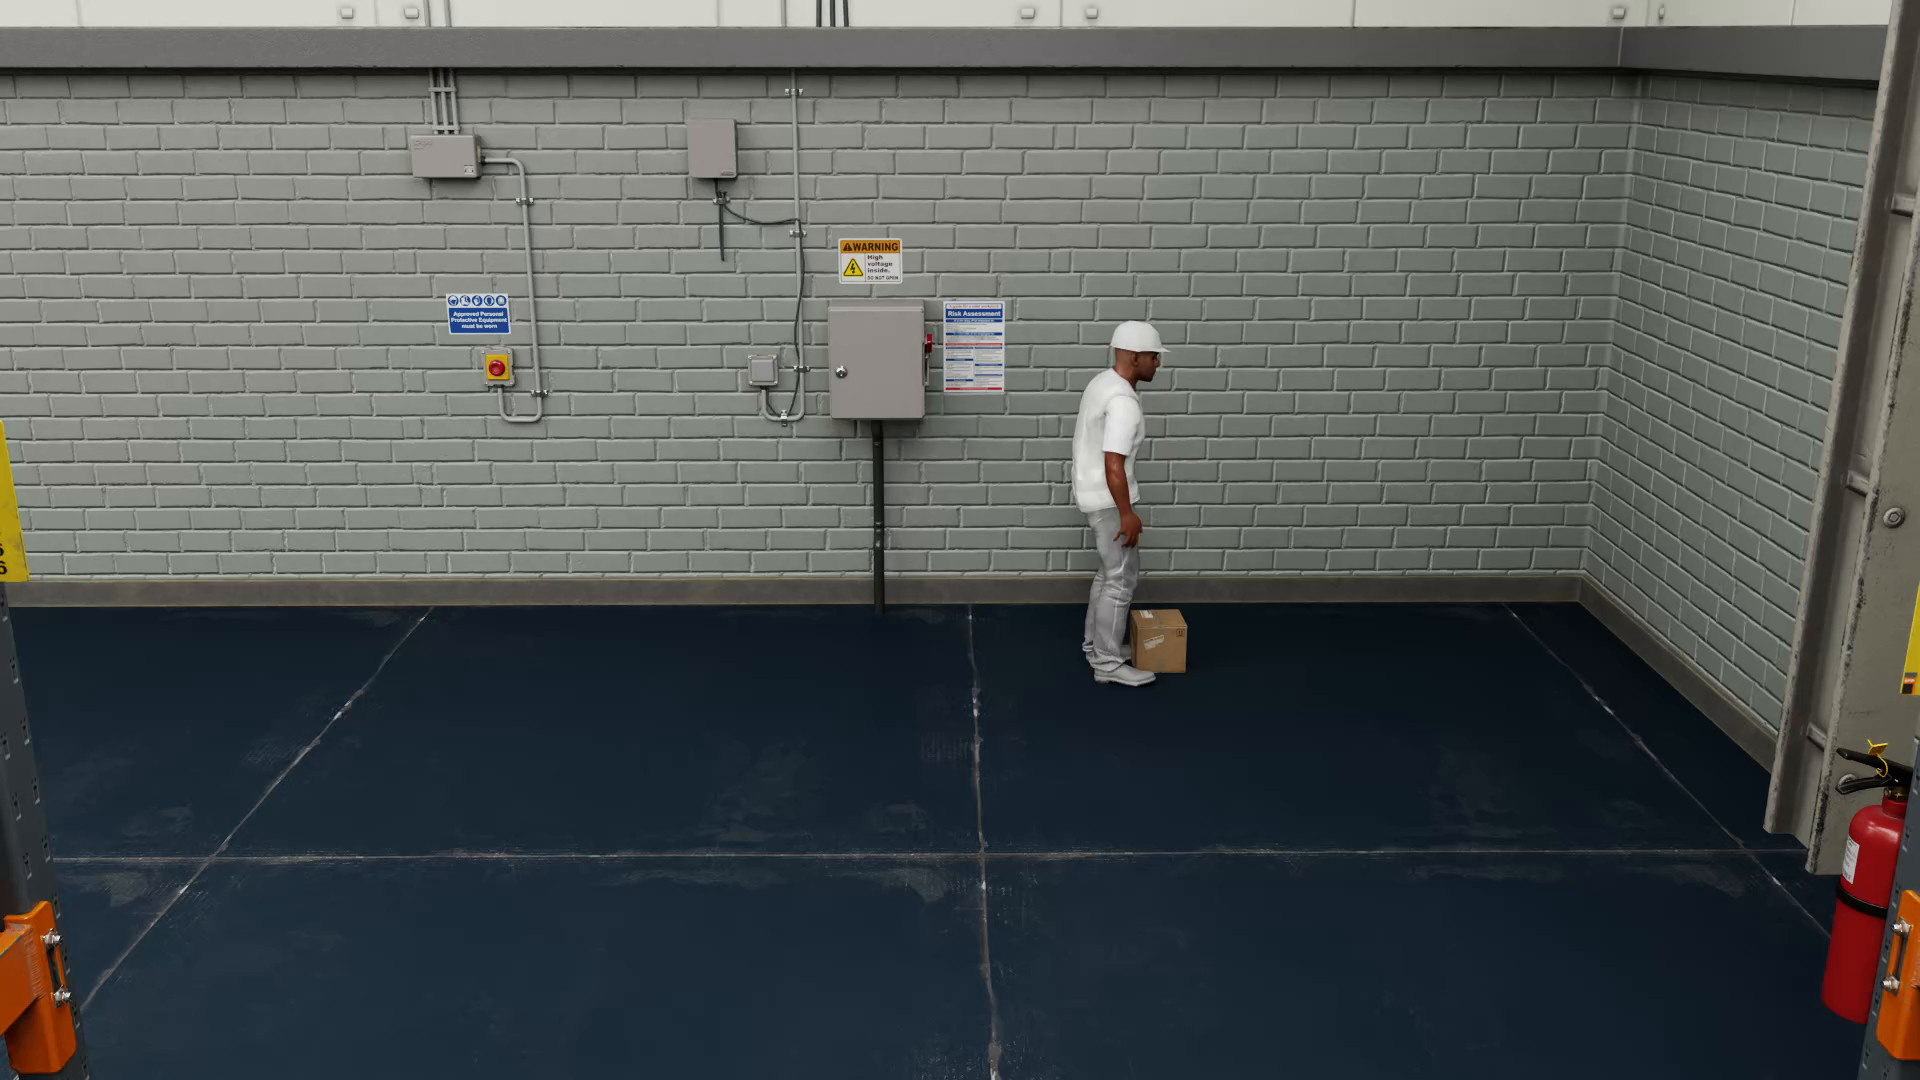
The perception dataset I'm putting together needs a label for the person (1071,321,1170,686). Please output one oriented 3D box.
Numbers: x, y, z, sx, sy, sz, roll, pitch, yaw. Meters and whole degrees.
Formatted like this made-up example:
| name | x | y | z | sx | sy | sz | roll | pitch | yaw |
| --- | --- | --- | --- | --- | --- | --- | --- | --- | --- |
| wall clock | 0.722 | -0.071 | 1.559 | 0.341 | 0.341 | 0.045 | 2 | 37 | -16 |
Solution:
| name | x | y | z | sx | sy | sz | roll | pitch | yaw |
| --- | --- | --- | --- | --- | --- | --- | --- | --- | --- |
| person | 0.779 | -0.196 | 8.153 | 0.459 | 1.761 | 0.627 | 0 | 17 | -1 |
